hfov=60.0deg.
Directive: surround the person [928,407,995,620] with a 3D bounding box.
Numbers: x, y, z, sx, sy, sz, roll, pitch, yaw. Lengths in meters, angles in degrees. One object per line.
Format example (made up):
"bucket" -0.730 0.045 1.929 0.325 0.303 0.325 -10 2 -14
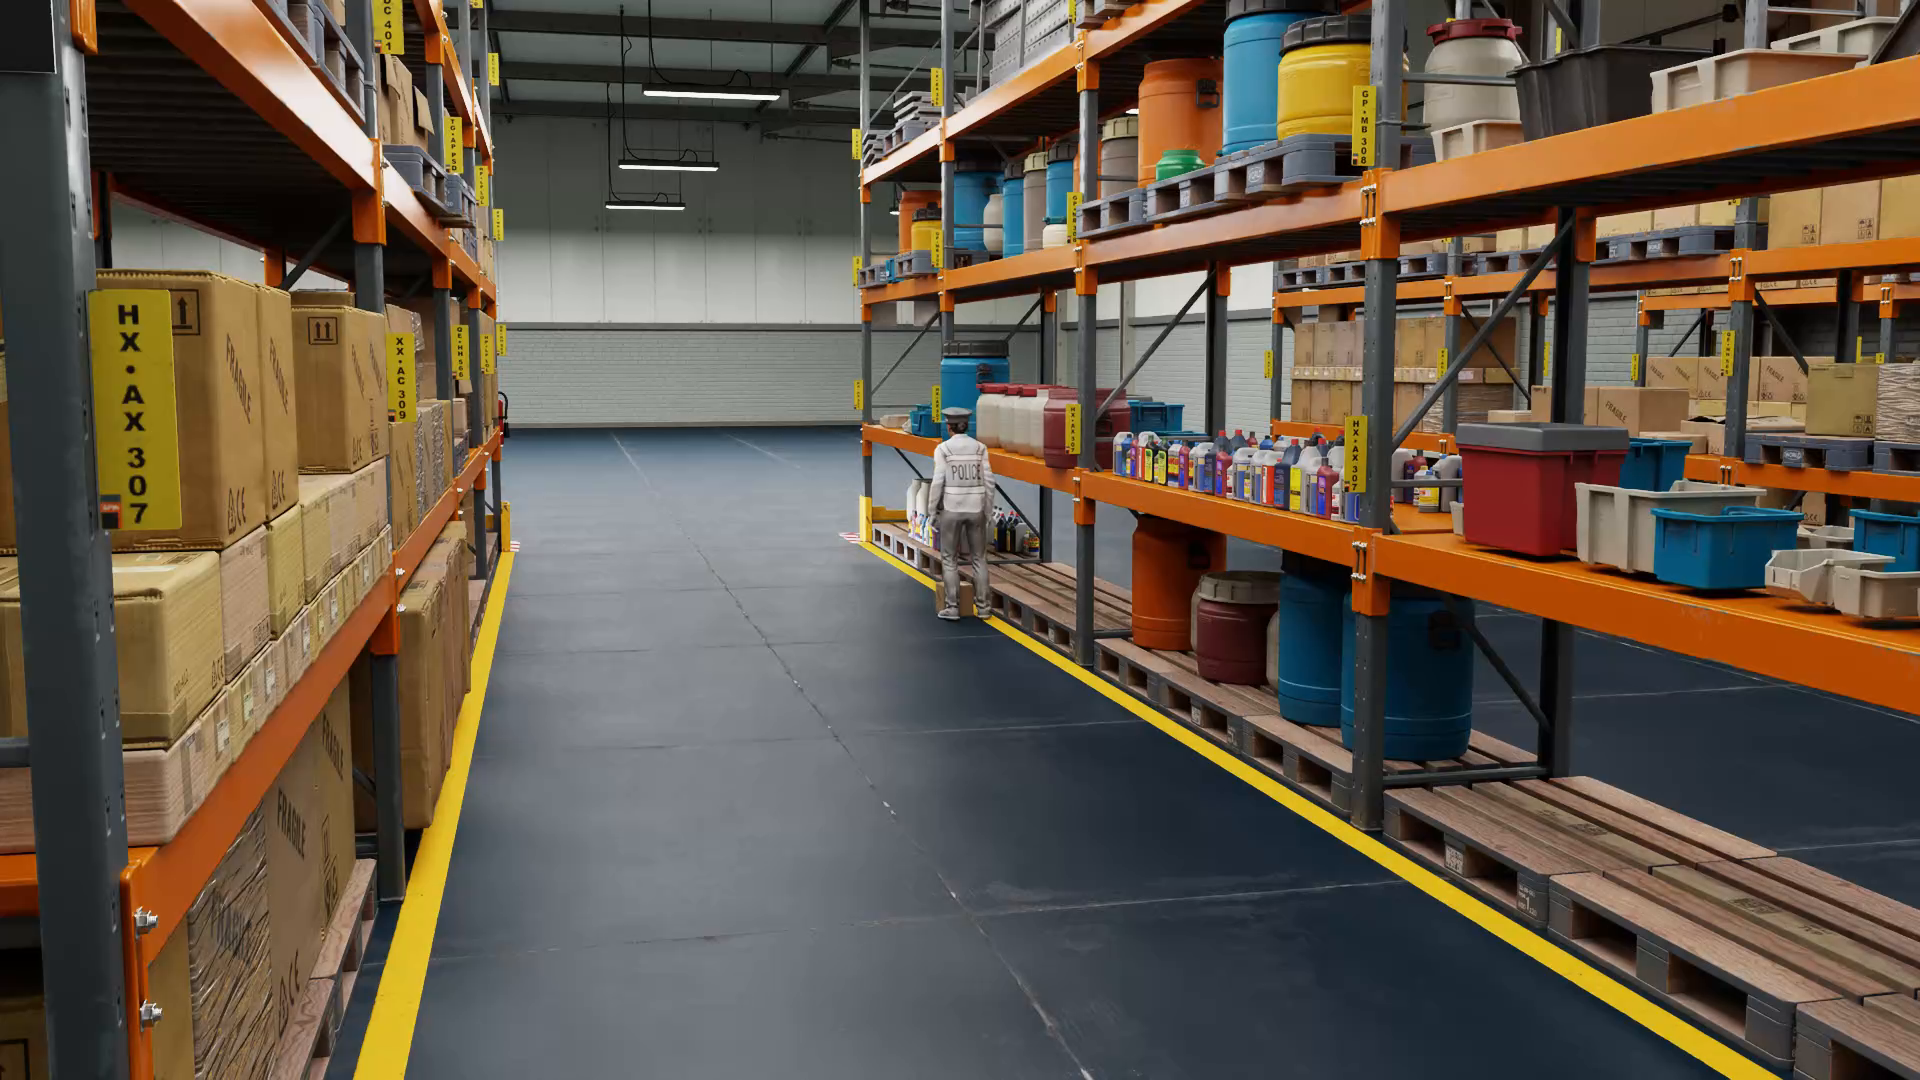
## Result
"person" 0.012 -0.205 13.027 0.547 1.667 0.370 -2 7 -17
